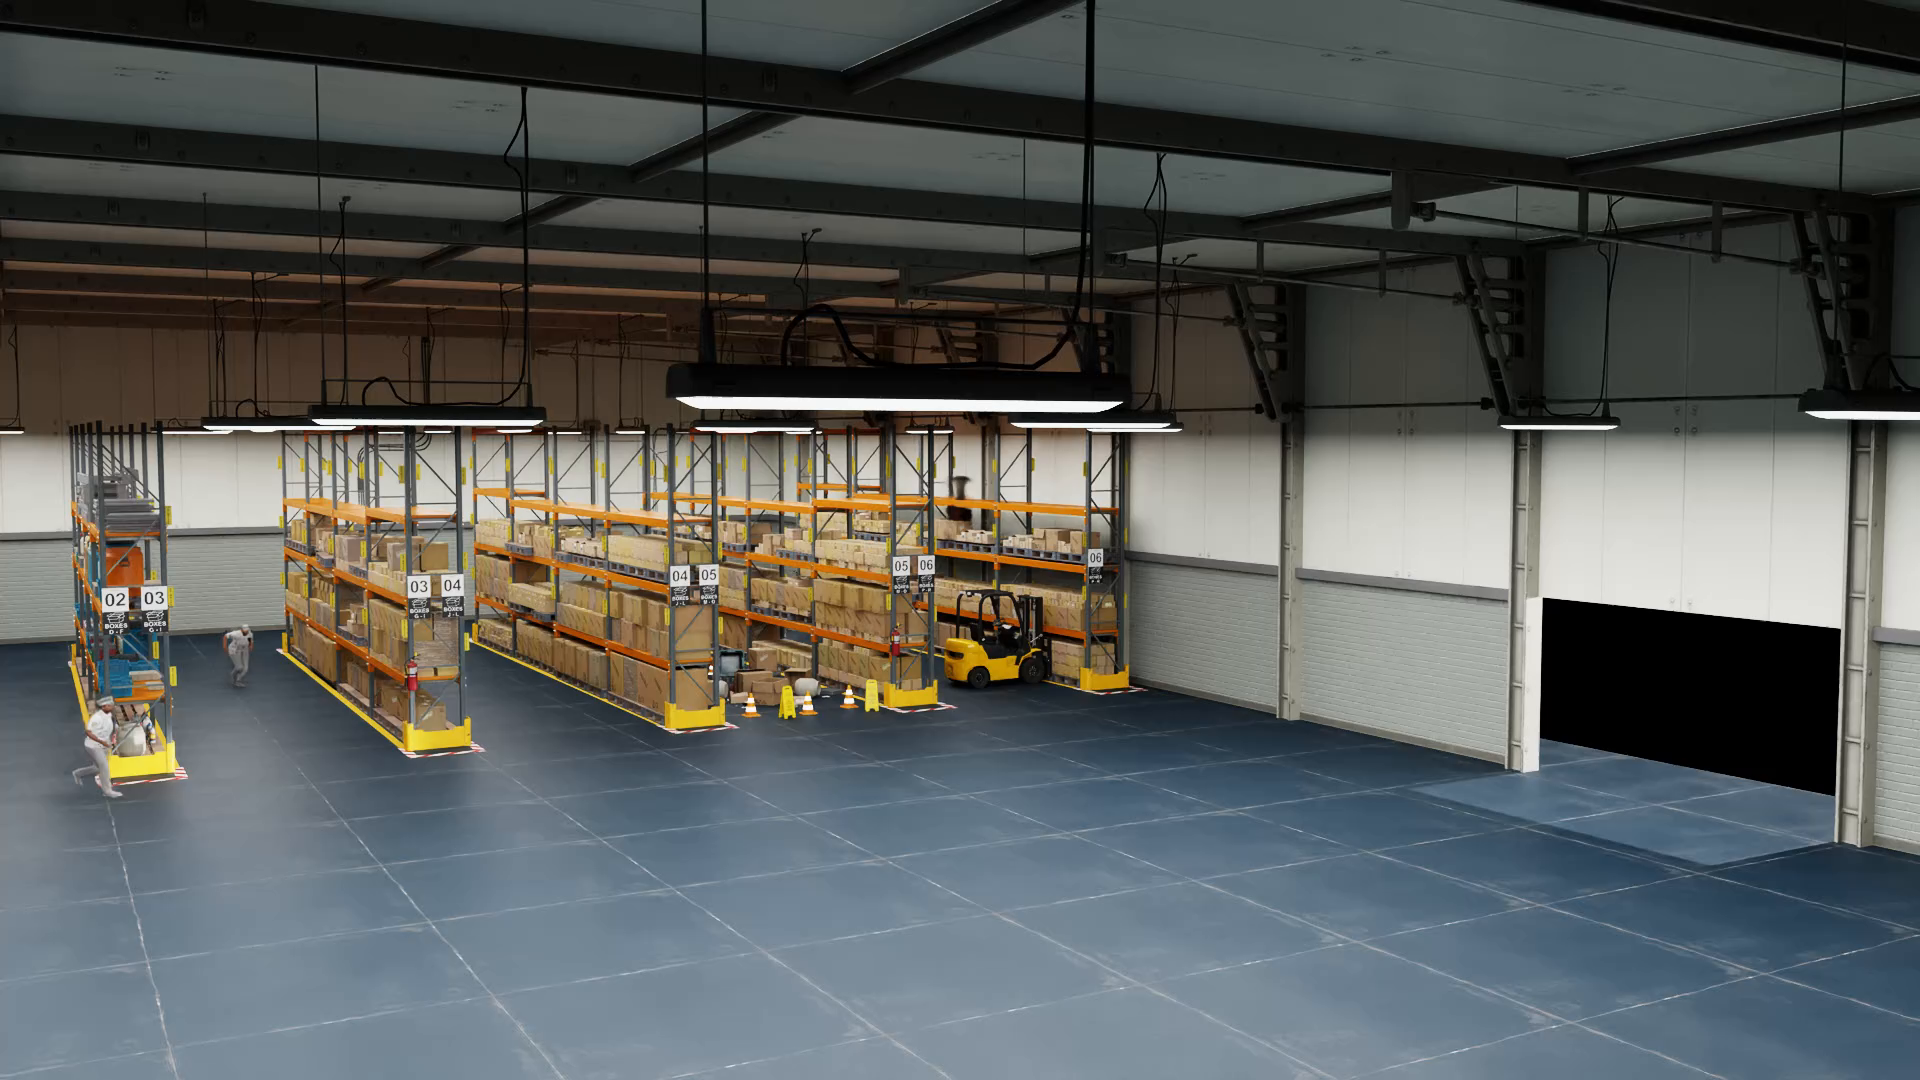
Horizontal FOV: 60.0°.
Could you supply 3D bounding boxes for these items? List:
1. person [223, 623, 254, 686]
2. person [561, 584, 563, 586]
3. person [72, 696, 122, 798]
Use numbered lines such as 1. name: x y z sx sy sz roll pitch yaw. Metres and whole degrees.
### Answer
1. person: -16.490 2.634 38.033 0.809 1.493 0.640 3 5 43
2. person: -11.108 2.020 46.804 0.533 1.600 0.816 -2 4 -27
3. person: -13.757 3.289 26.375 0.772 1.627 0.565 0 4 6
